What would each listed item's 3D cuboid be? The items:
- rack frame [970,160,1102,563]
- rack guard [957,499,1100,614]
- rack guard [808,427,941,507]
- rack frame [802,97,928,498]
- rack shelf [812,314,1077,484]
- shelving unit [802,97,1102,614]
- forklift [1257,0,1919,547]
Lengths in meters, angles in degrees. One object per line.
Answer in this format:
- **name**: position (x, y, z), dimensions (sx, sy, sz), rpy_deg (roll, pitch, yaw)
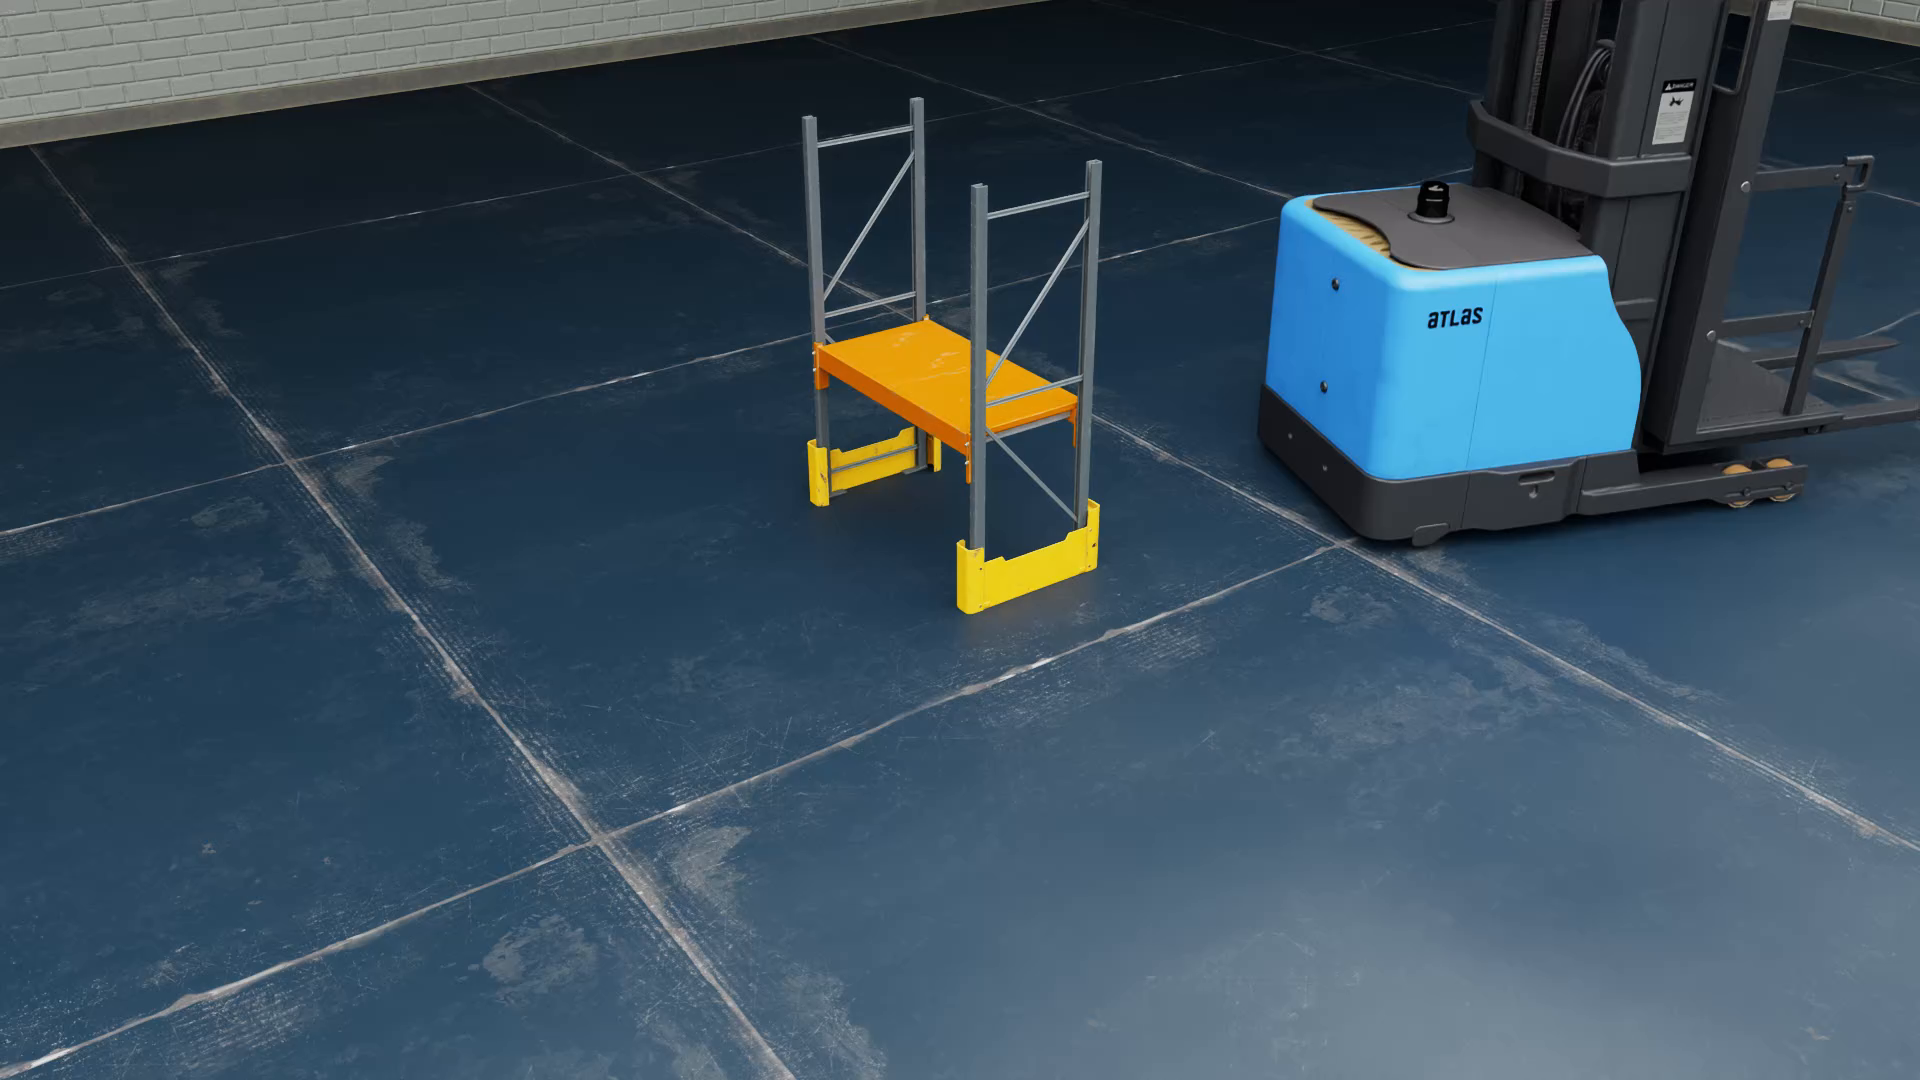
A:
- **rack frame**: position (0.245, -0.495, 5.589), dimensions (0.500, 1.500, 0.032), rpy_deg (-19, 34, -31)
- **rack guard**: position (0.245, 0.054, 5.888), dimensions (0.587, 0.250, 0.087), rpy_deg (-19, 34, -31)
- **rack guard**: position (-0.333, -0.333, 6.601), dimensions (0.587, 0.250, 0.087), rpy_deg (-19, 34, -31)
- **rack frame**: position (-0.344, -0.890, 6.317), dimensions (0.500, 1.500, 0.032), rpy_deg (-19, 34, -31)
- **rack shelf**: position (-0.049, -0.534, 6.039), dimensions (0.538, 0.185, 1.000), rpy_deg (-19, 34, -31)
- **shelving unit**: position (-0.044, -0.689, 5.947), dimensions (0.587, 1.500, 1.083), rpy_deg (-19, 34, -31)
- **forklift**: position (2.806, -1.647, 6.212), dimensions (3.031, 2.935, 1.130), rpy_deg (-8, 29, -14)
